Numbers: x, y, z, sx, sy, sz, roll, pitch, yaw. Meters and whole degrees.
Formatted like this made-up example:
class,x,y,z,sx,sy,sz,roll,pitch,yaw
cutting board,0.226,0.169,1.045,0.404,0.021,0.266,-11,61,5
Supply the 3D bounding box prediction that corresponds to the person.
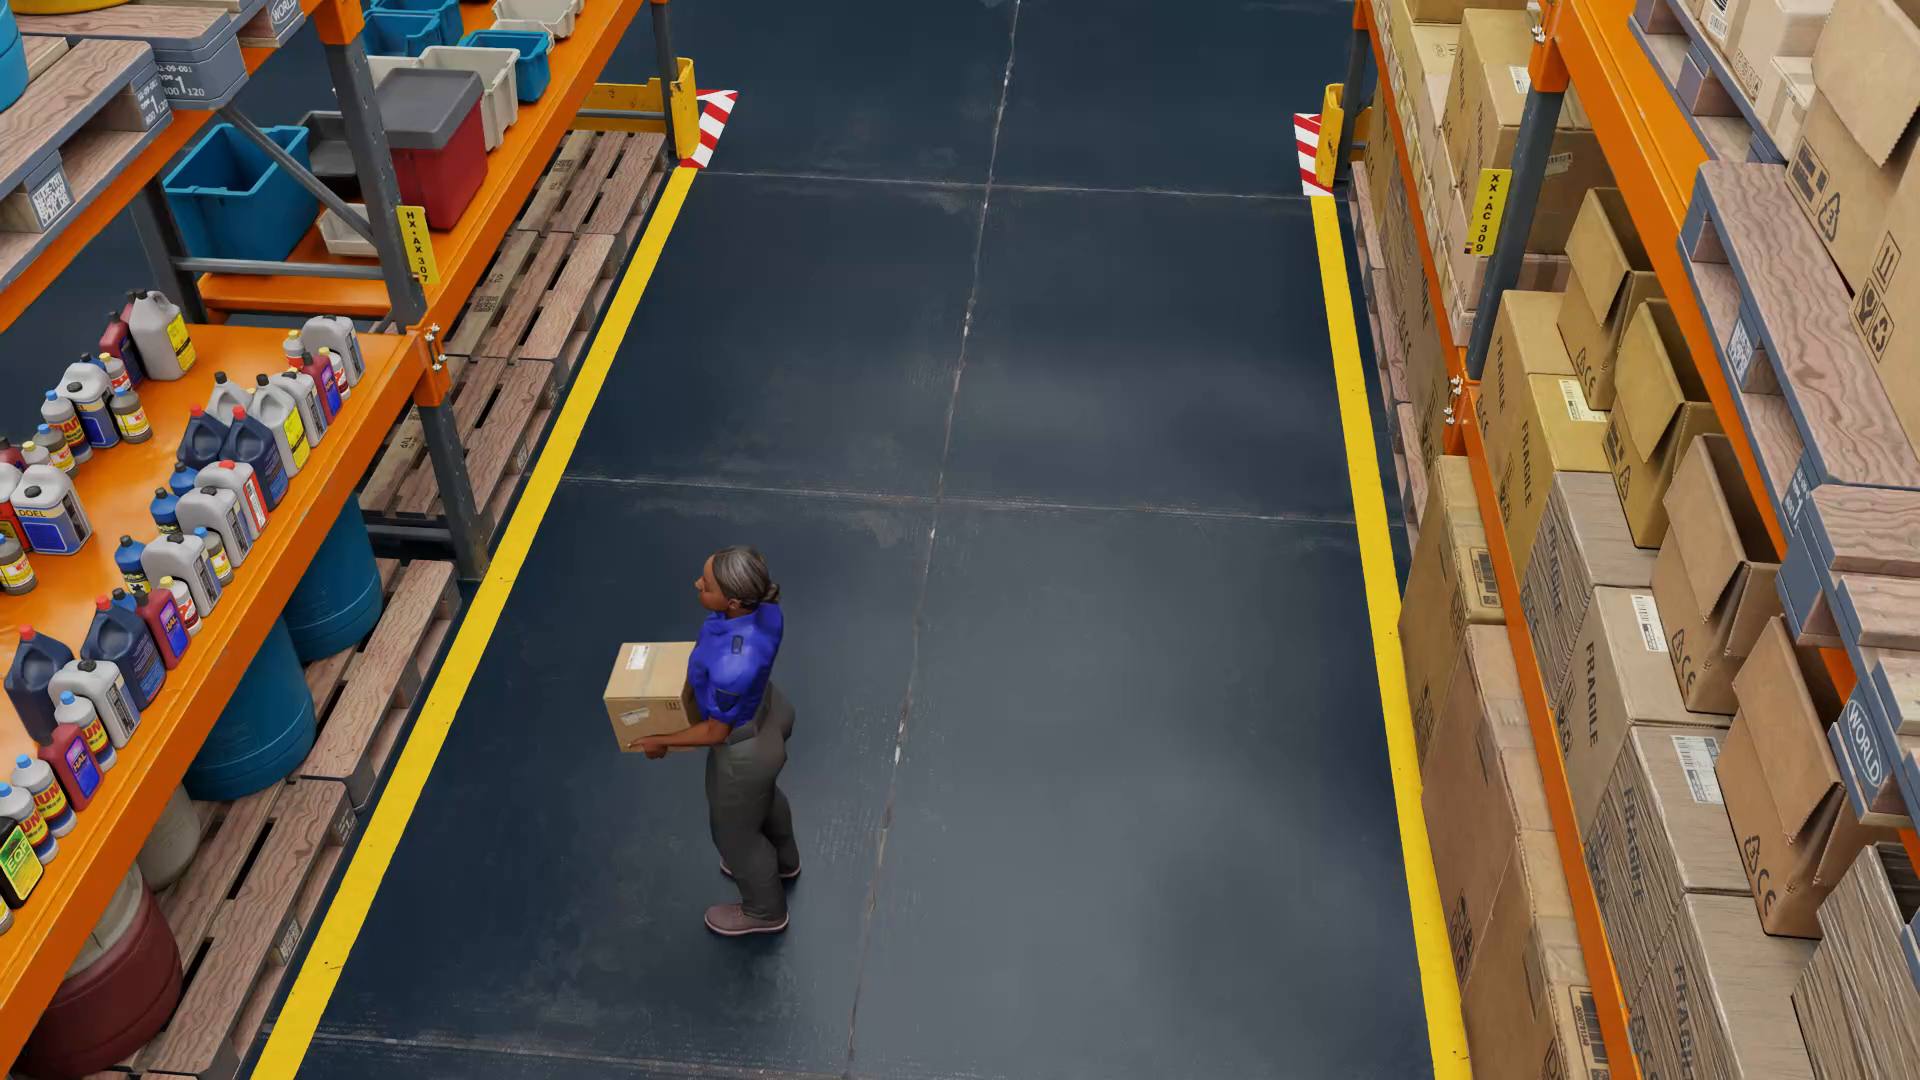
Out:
class,x,y,z,sx,sy,sz,roll,pitch,yaw
person,-0.787,0.643,5.405,0.509,1.651,0.455,3,40,4
